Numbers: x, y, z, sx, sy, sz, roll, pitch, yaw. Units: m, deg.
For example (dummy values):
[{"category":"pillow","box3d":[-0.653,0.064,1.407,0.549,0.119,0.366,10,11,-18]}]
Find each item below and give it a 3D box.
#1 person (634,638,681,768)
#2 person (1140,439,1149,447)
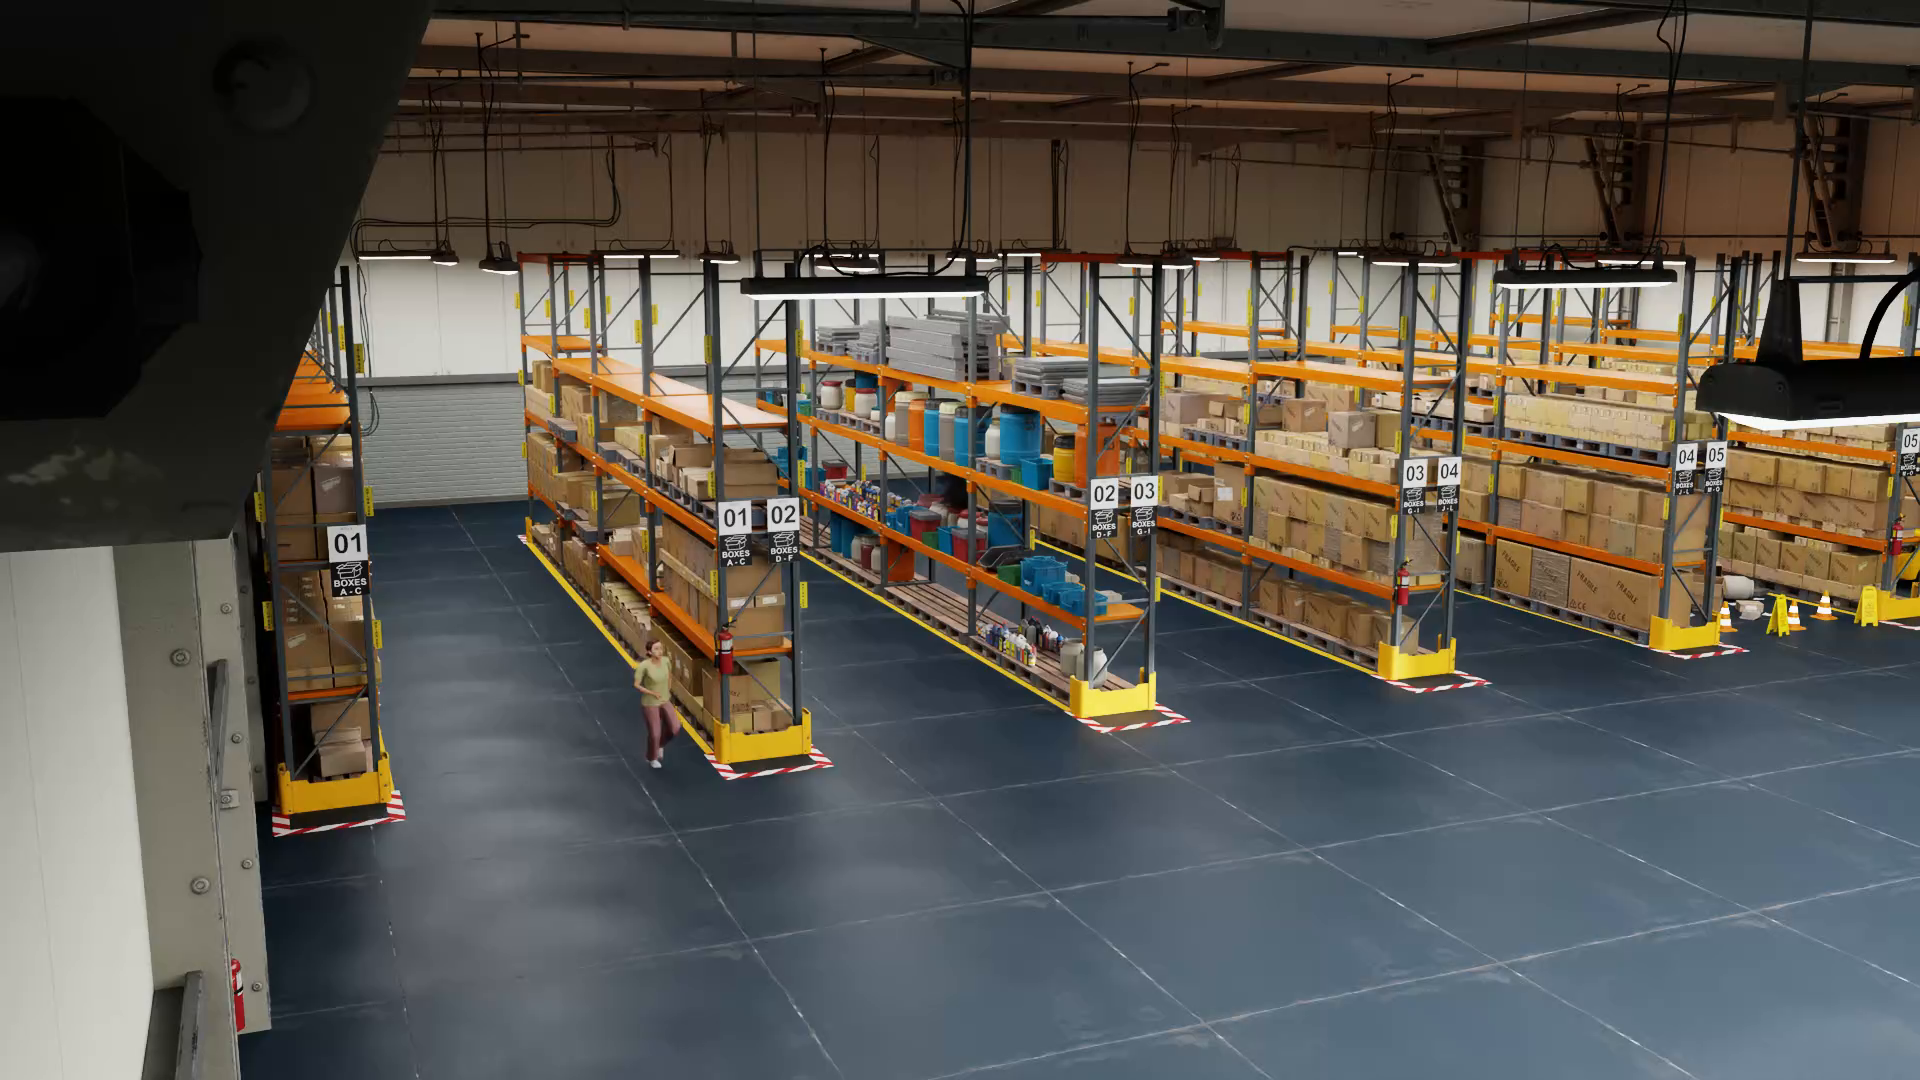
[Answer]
[{"category":"person","box3d":[-3.617,1.957,19.898,0.583,1.617,0.588,-8,13,-38]},{"category":"person","box3d":[4.718,-2.060,41.585,0.862,1.739,0.737,-2,11,-12]}]
